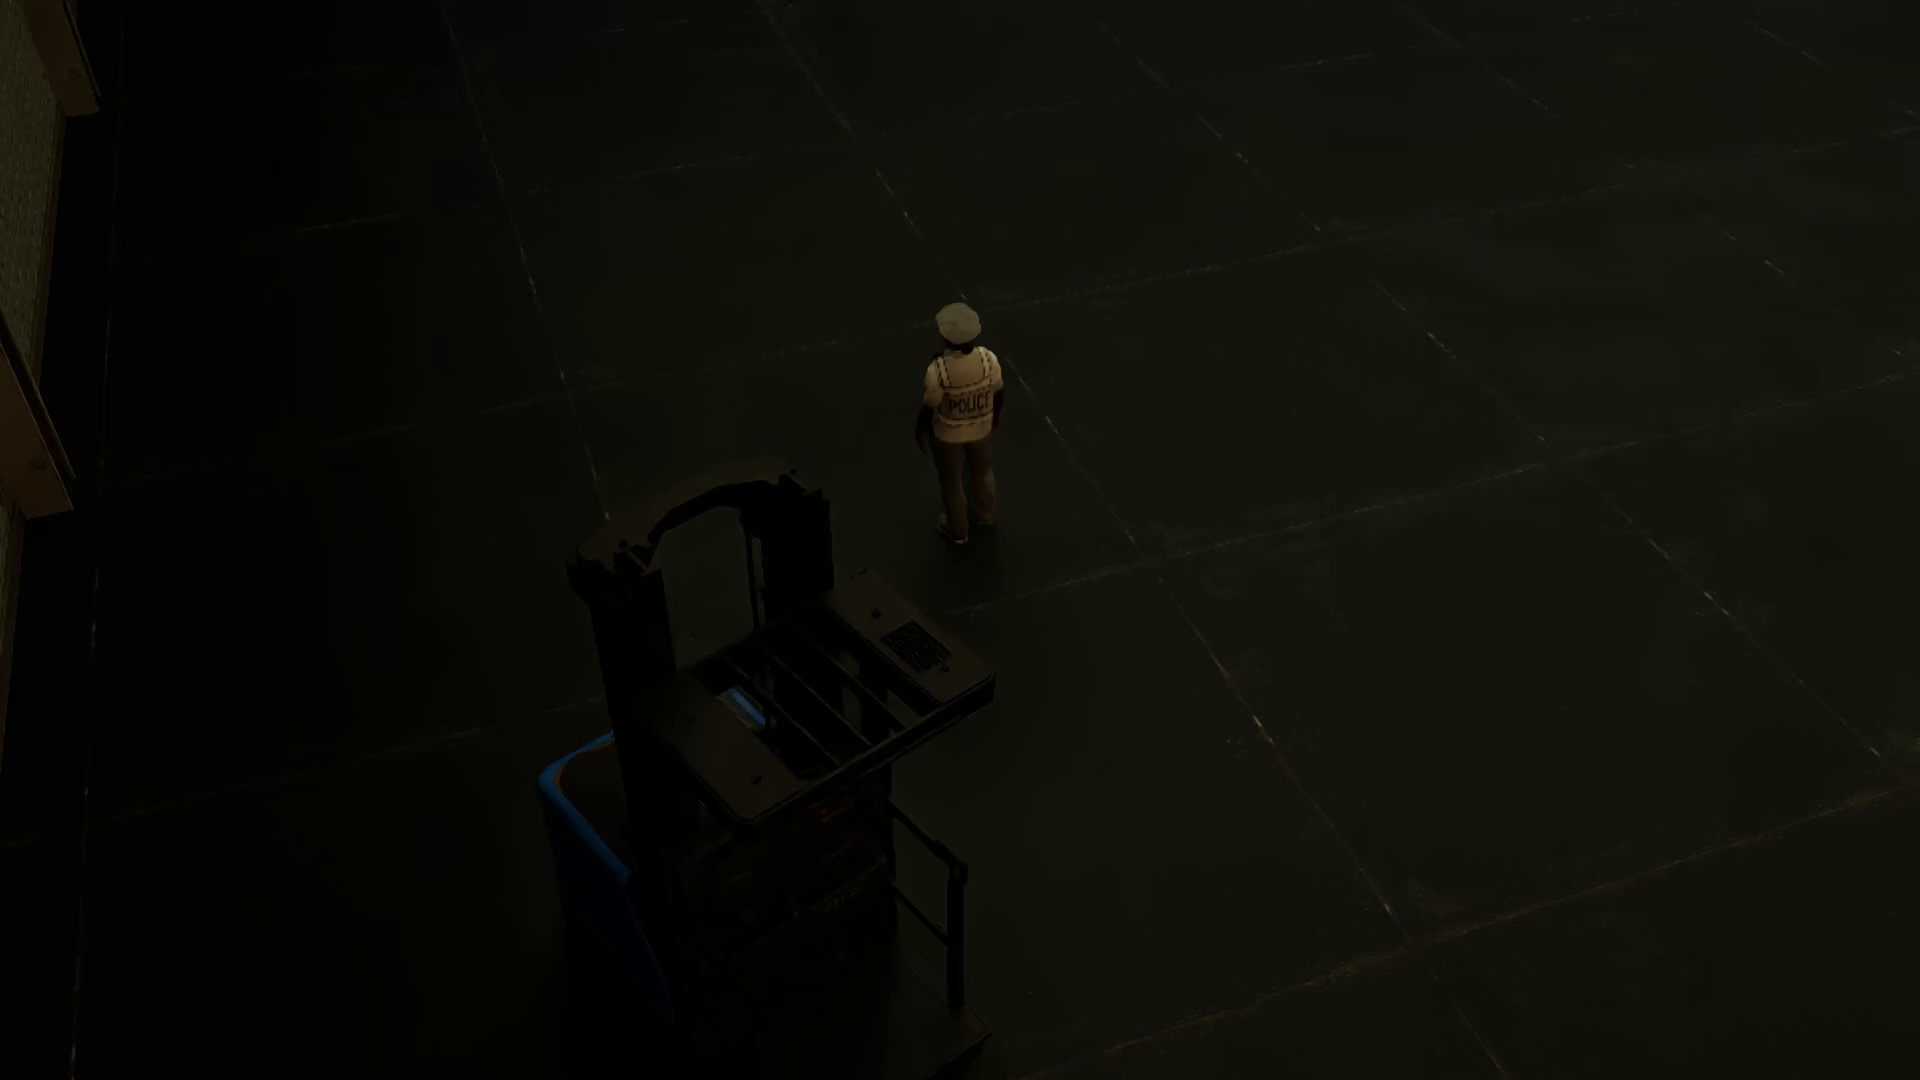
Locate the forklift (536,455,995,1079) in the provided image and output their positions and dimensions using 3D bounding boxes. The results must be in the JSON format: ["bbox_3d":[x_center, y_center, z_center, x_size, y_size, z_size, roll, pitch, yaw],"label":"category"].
[{"bbox_3d":[-0.568,1.256,6.500,1.130,2.935,3.031,-28,48,-30],"label":"forklift"}]

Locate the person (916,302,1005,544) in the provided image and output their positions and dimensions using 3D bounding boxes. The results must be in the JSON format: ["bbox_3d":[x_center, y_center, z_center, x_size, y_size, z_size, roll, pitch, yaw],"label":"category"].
[{"bbox_3d":[-0.007,-0.703,9.786,0.570,1.693,0.529,-13,42,-15],"label":"person"}]
